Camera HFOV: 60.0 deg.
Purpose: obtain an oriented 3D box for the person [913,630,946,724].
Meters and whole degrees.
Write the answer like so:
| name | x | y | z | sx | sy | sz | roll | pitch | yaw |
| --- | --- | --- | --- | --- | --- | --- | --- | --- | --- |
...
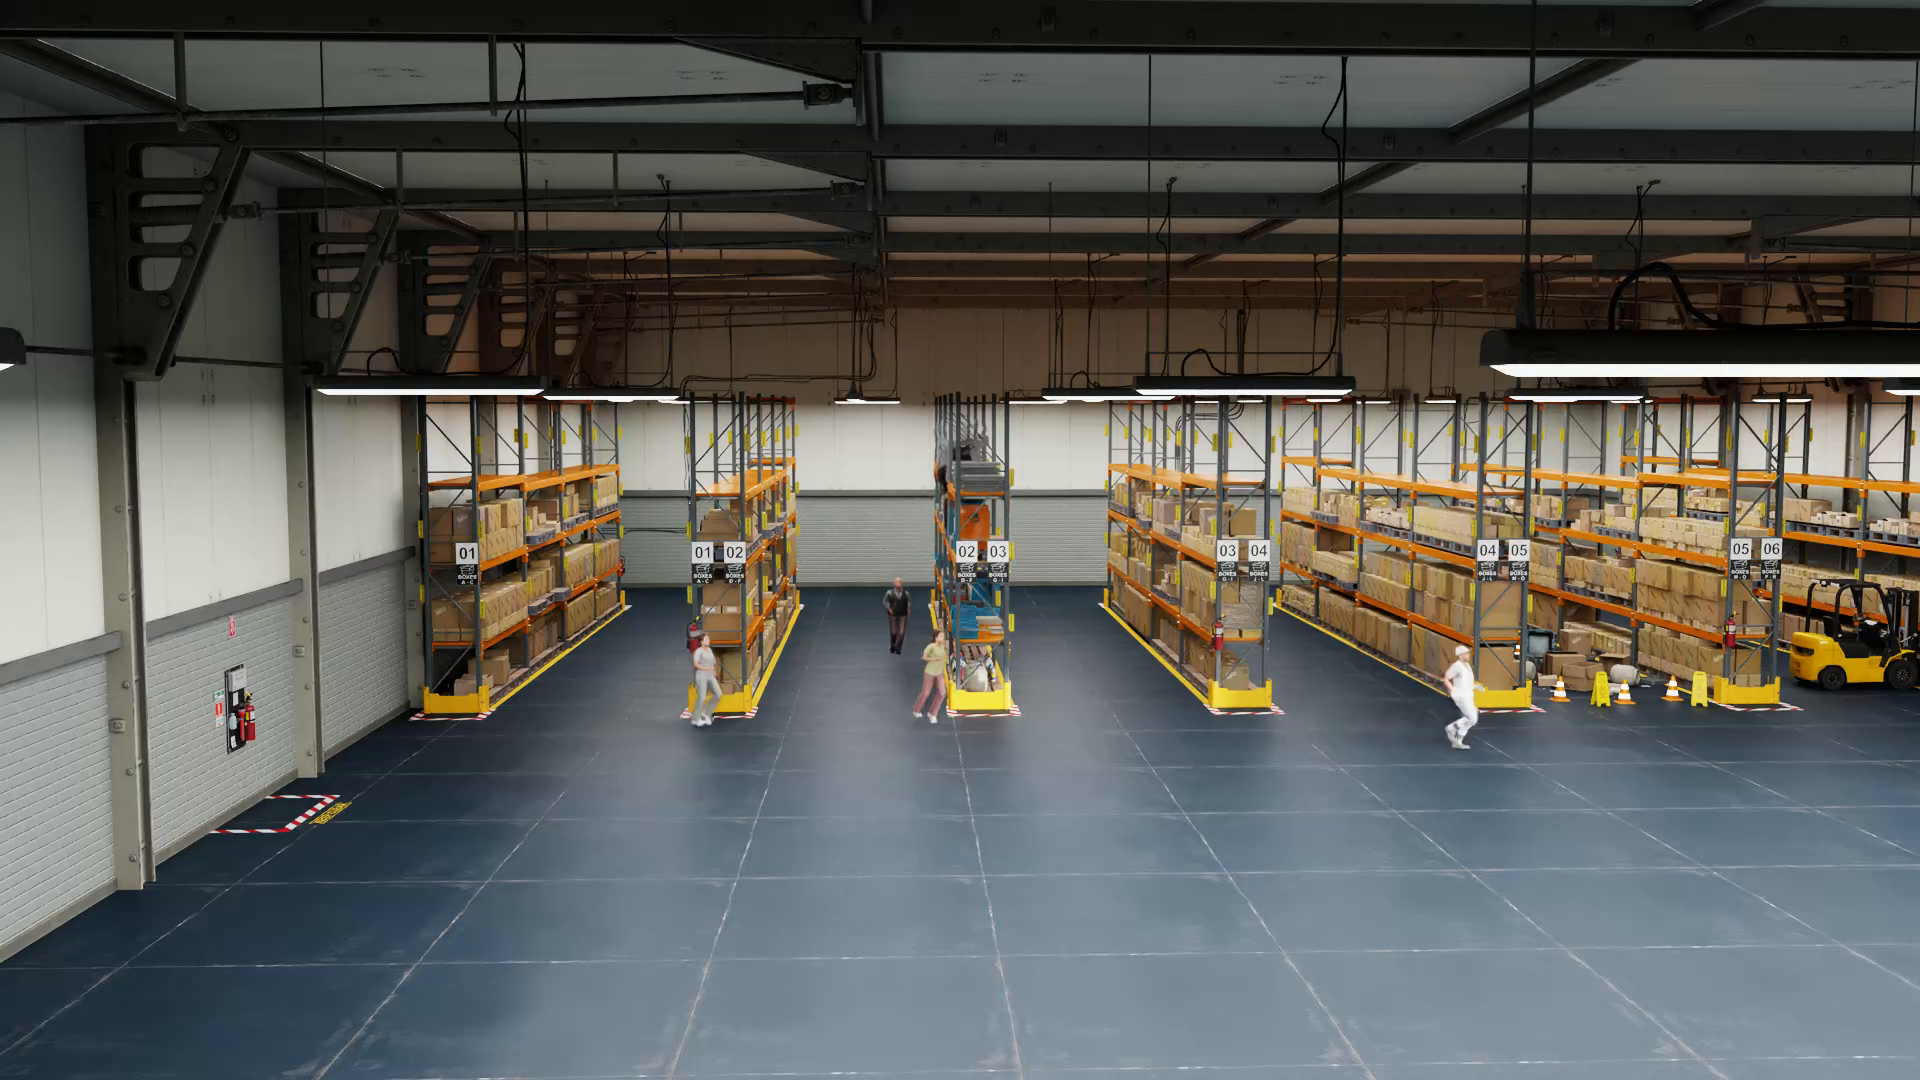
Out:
| name | x | y | z | sx | sy | sz | roll | pitch | yaw |
| --- | --- | --- | --- | --- | --- | --- | --- | --- | --- |
| person | -0.470 | 2.474 | 30.368 | 0.586 | 1.683 | 0.689 | -3 | 6 | -35 |

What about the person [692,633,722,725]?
| name | x | y | z | sx | sy | sz | roll | pitch | yaw |
| --- | --- | --- | --- | --- | --- | --- | --- | --- | --- |
| person | -4.543 | 2.497 | 29.869 | 0.586 | 1.655 | 0.597 | 3 | 6 | 36 |

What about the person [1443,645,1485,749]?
| name | x | y | z | sx | sy | sz | roll | pitch | yaw |
| --- | --- | --- | --- | --- | --- | --- | --- | --- | --- |
| person | 8.431 | 2.631 | 27.756 | 0.582 | 1.737 | 0.665 | 4 | 6 | 39 |

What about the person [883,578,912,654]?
| name | x | y | z | sx | sy | sz | roll | pitch | yaw |
| --- | --- | --- | --- | --- | --- | --- | --- | --- | --- |
| person | -1.361 | 1.675 | 36.576 | 0.647 | 1.690 | 0.533 | -1 | 5 | -12 |
